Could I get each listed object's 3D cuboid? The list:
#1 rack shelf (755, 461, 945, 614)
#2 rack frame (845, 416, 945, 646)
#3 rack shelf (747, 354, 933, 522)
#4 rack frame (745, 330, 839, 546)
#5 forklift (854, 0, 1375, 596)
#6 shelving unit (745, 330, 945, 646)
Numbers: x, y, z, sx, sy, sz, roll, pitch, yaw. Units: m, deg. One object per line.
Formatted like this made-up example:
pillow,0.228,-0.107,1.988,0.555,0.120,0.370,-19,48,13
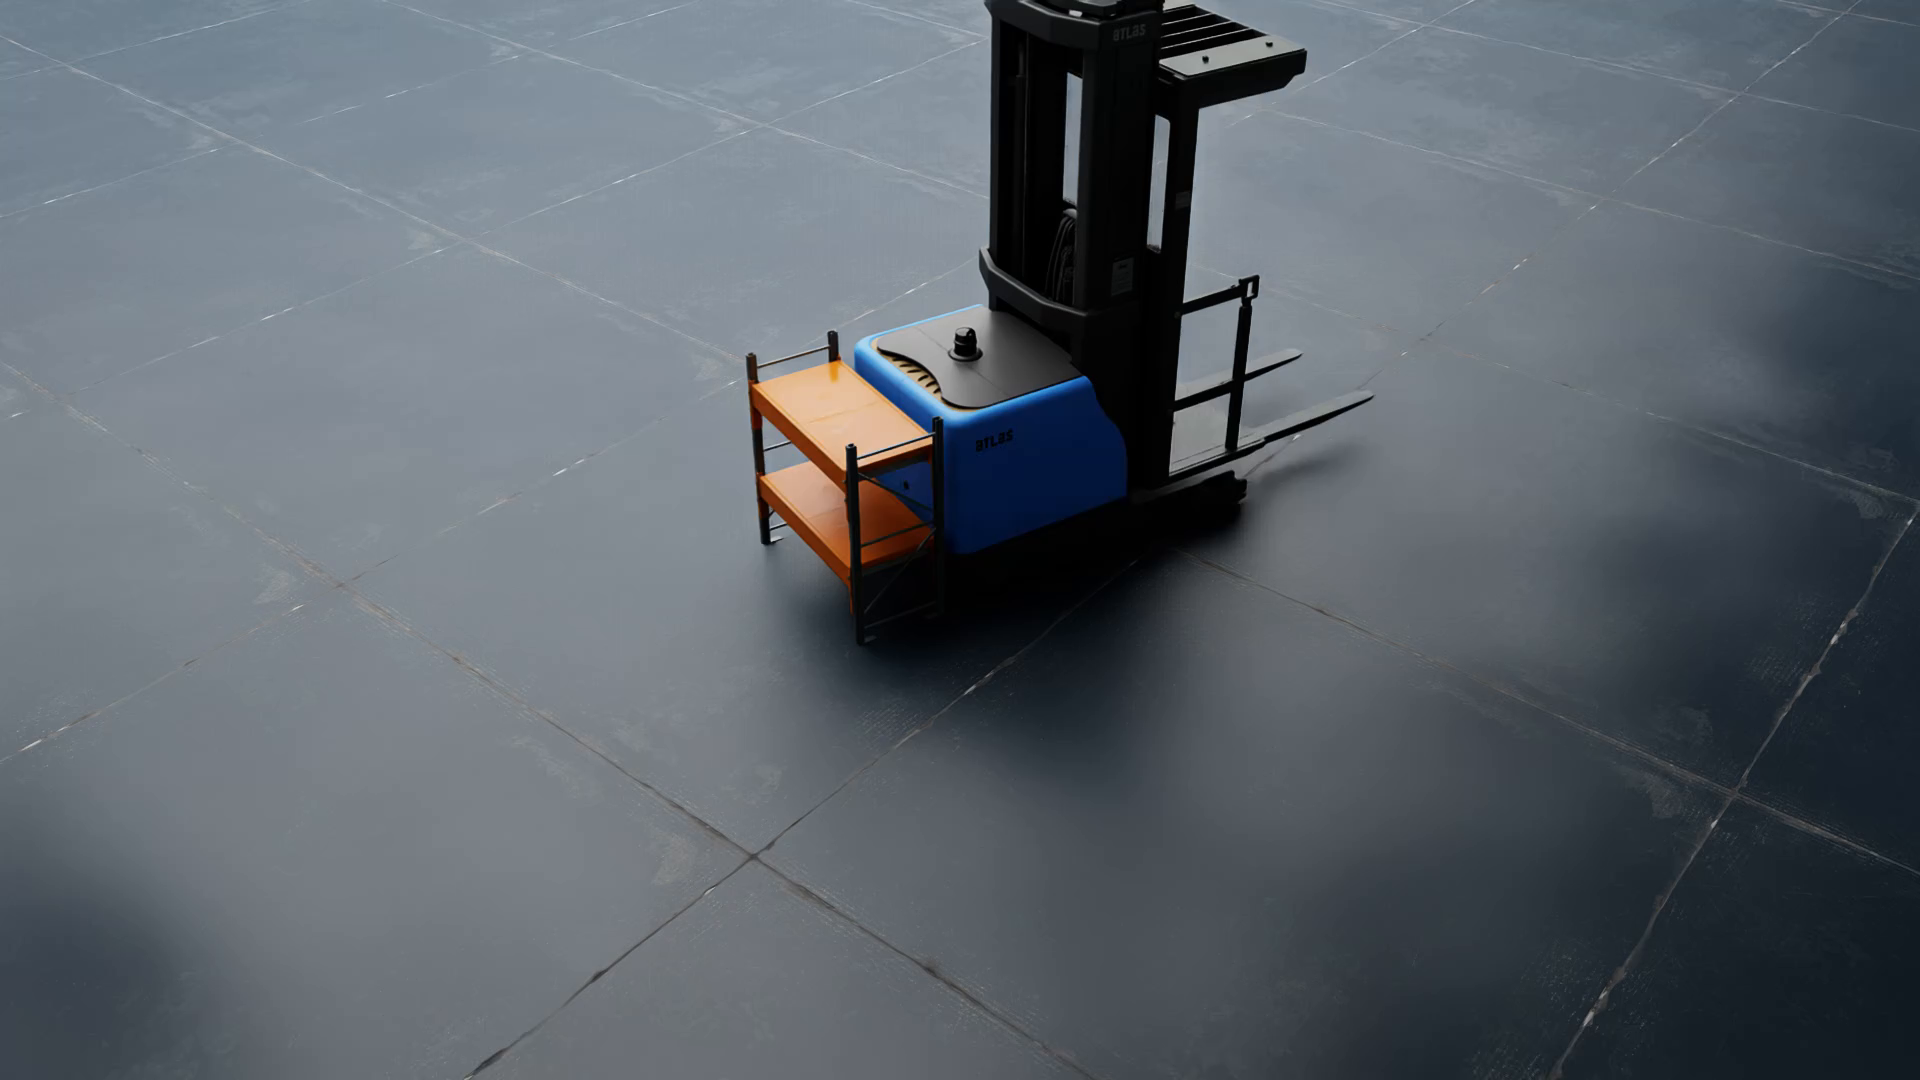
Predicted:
rack shelf,-0.565,-0.072,8.375,0.538,0.278,1.000,-20,39,-26
rack frame,-0.295,-0.029,7.881,0.500,1.125,0.032,-20,39,-26
rack shelf,-0.565,-0.514,8.071,0.538,0.278,1.000,-20,39,-26
rack frame,-0.835,-0.517,8.591,0.500,1.125,0.032,-20,39,-26
forklift,0.963,-1.562,8.517,3.031,2.935,1.130,-20,39,-27
shelving unit,-0.565,-0.273,8.236,0.538,1.125,1.048,-20,39,-26
